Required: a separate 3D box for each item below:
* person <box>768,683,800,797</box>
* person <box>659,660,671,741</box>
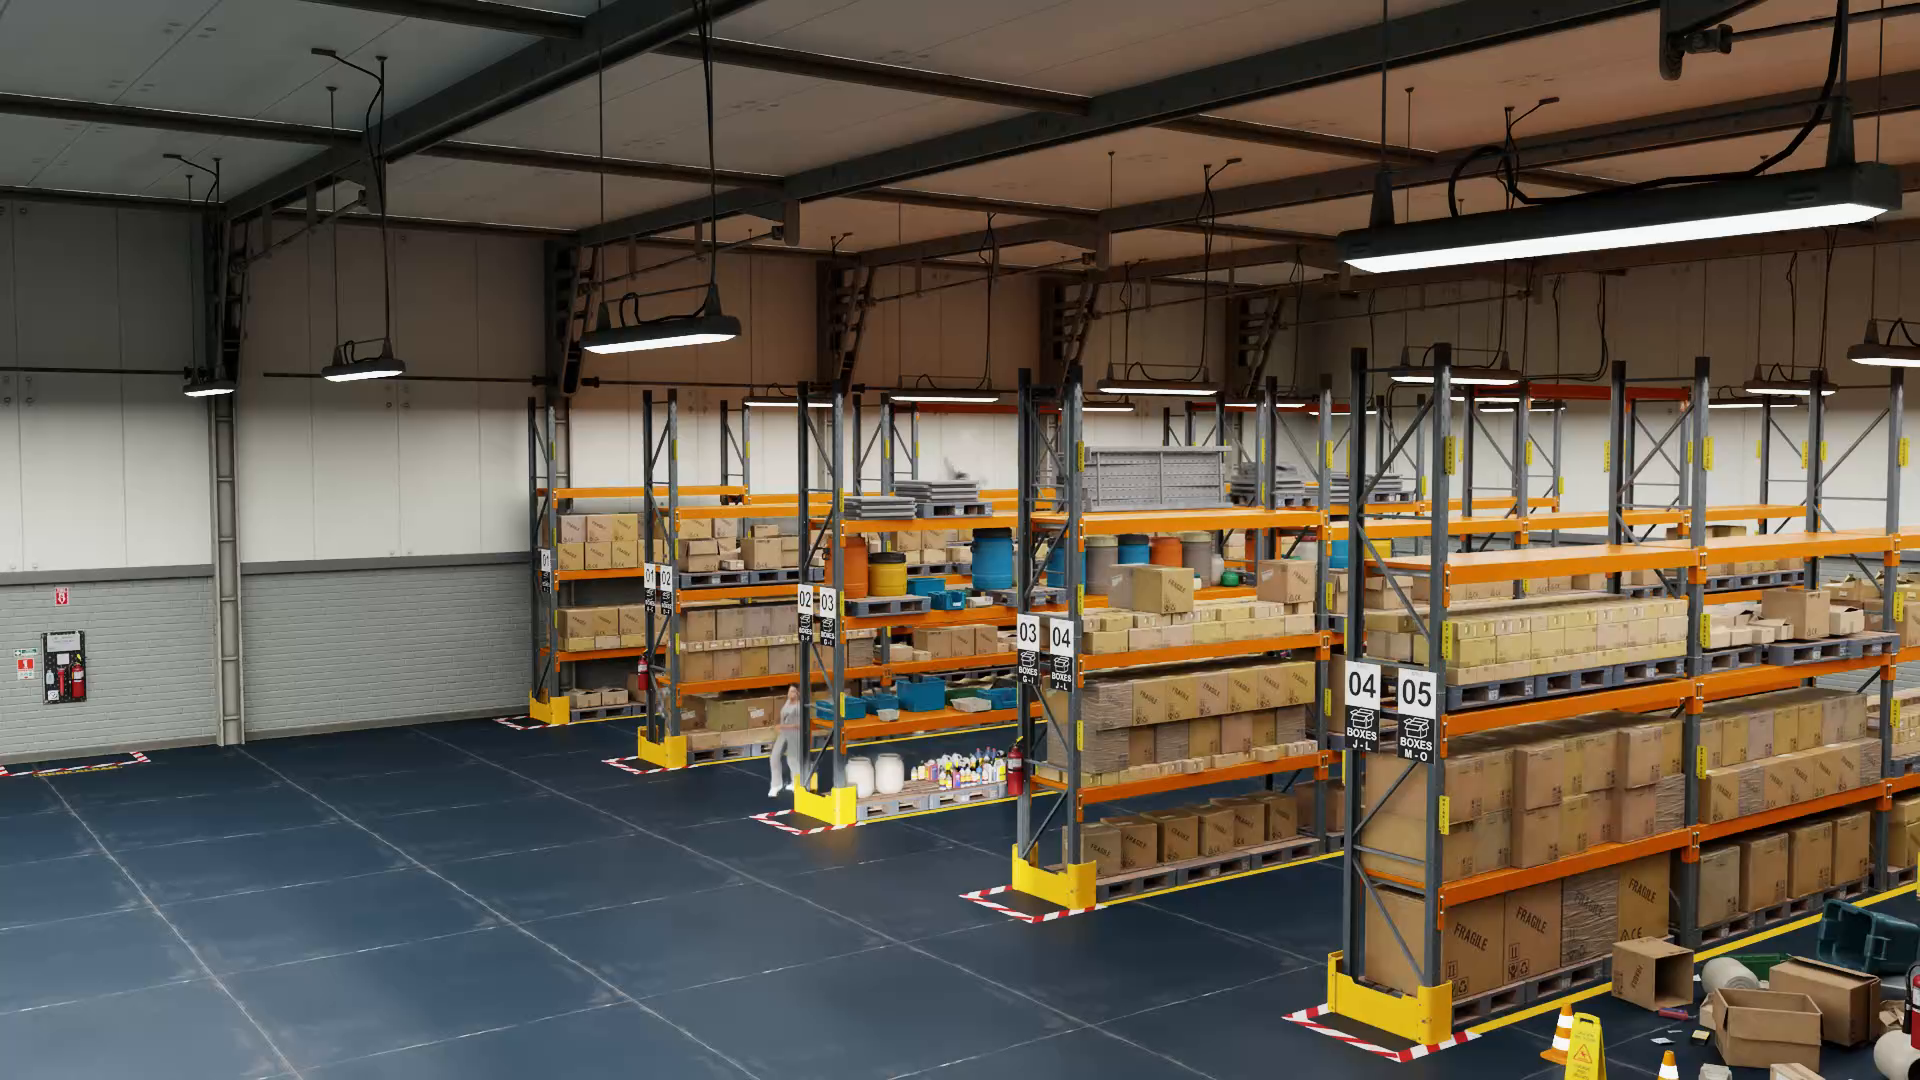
[{"bbox_3d":[-2.430,2.917,24.266,0.555,1.703,0.682,2,4,36],"label":"person"},{"bbox_3d":[-4.914,2.592,28.768,0.674,1.733,0.698,3,4,39],"label":"person"}]
